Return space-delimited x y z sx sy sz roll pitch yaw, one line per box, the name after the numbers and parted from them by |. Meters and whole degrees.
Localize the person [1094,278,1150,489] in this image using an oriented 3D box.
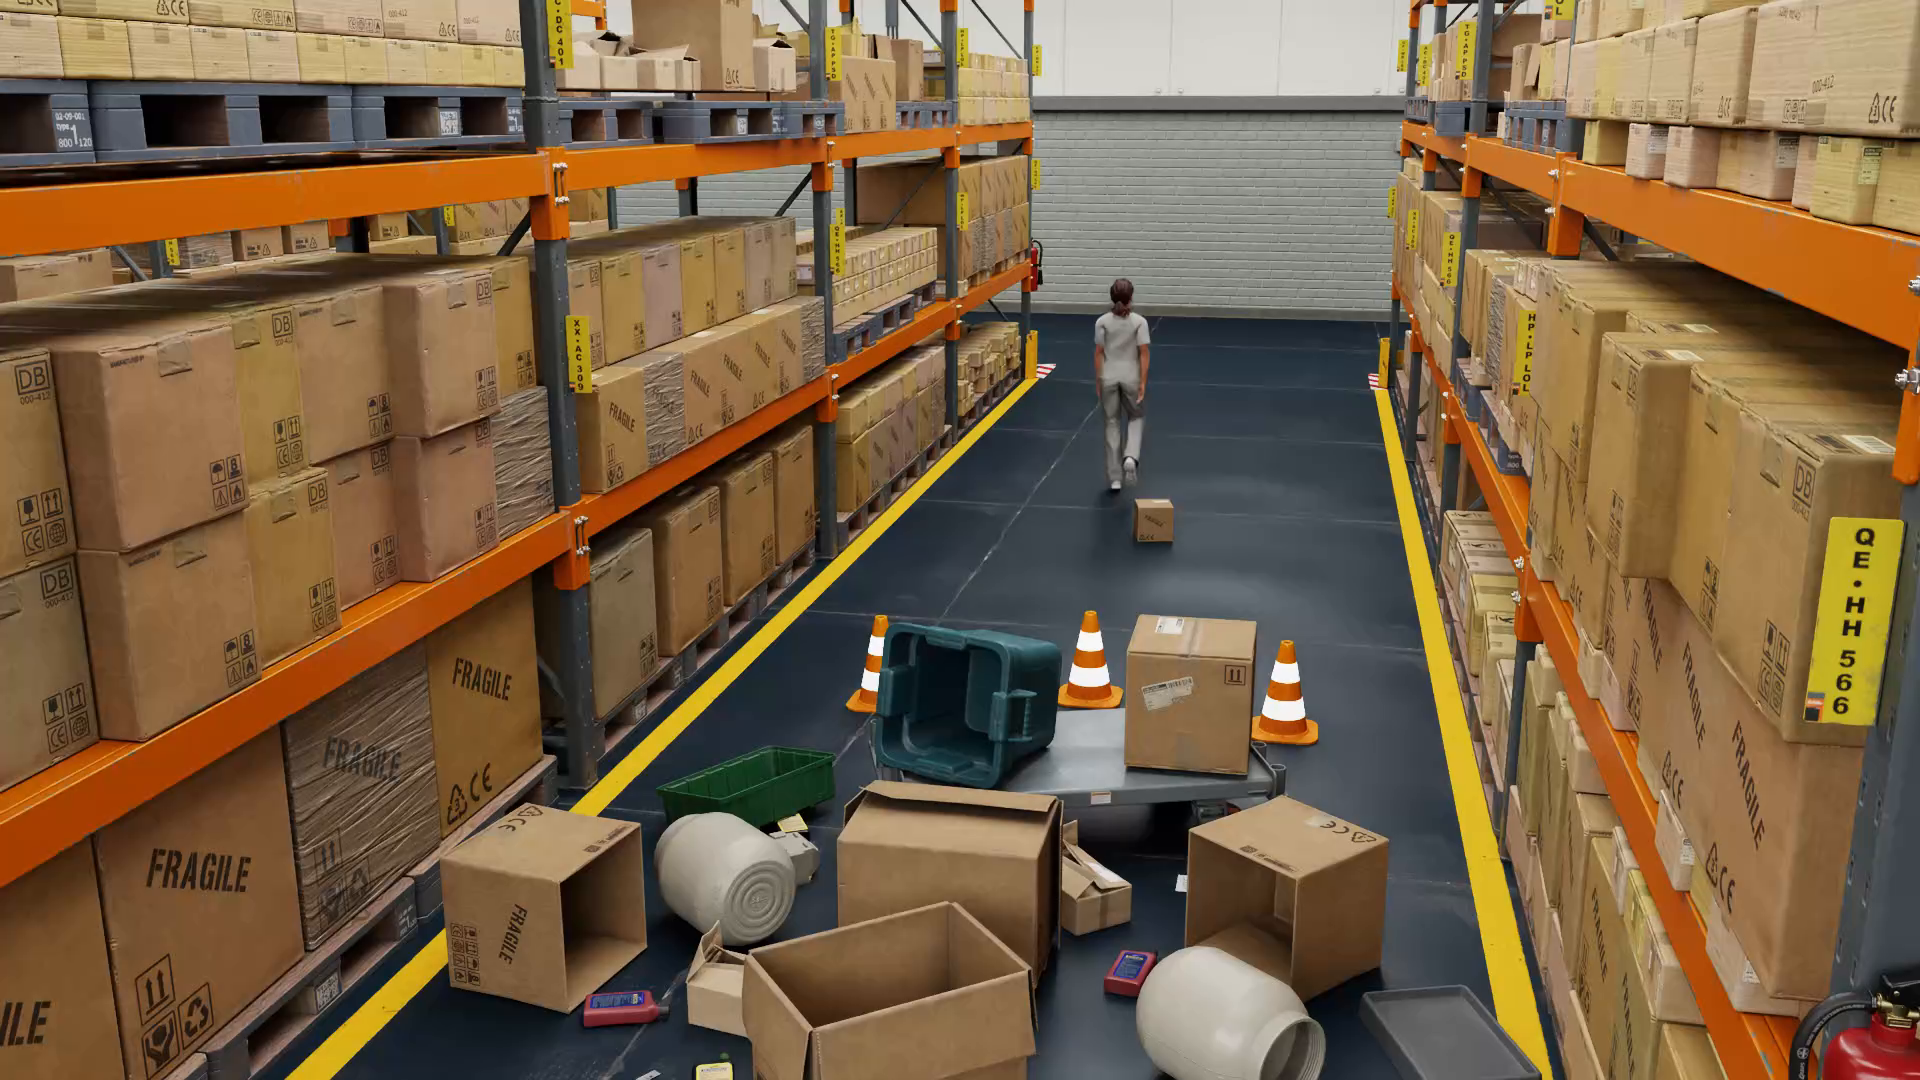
1.273 -1.242 13.154 0.441 1.659 0.456 1 15 5 | person
